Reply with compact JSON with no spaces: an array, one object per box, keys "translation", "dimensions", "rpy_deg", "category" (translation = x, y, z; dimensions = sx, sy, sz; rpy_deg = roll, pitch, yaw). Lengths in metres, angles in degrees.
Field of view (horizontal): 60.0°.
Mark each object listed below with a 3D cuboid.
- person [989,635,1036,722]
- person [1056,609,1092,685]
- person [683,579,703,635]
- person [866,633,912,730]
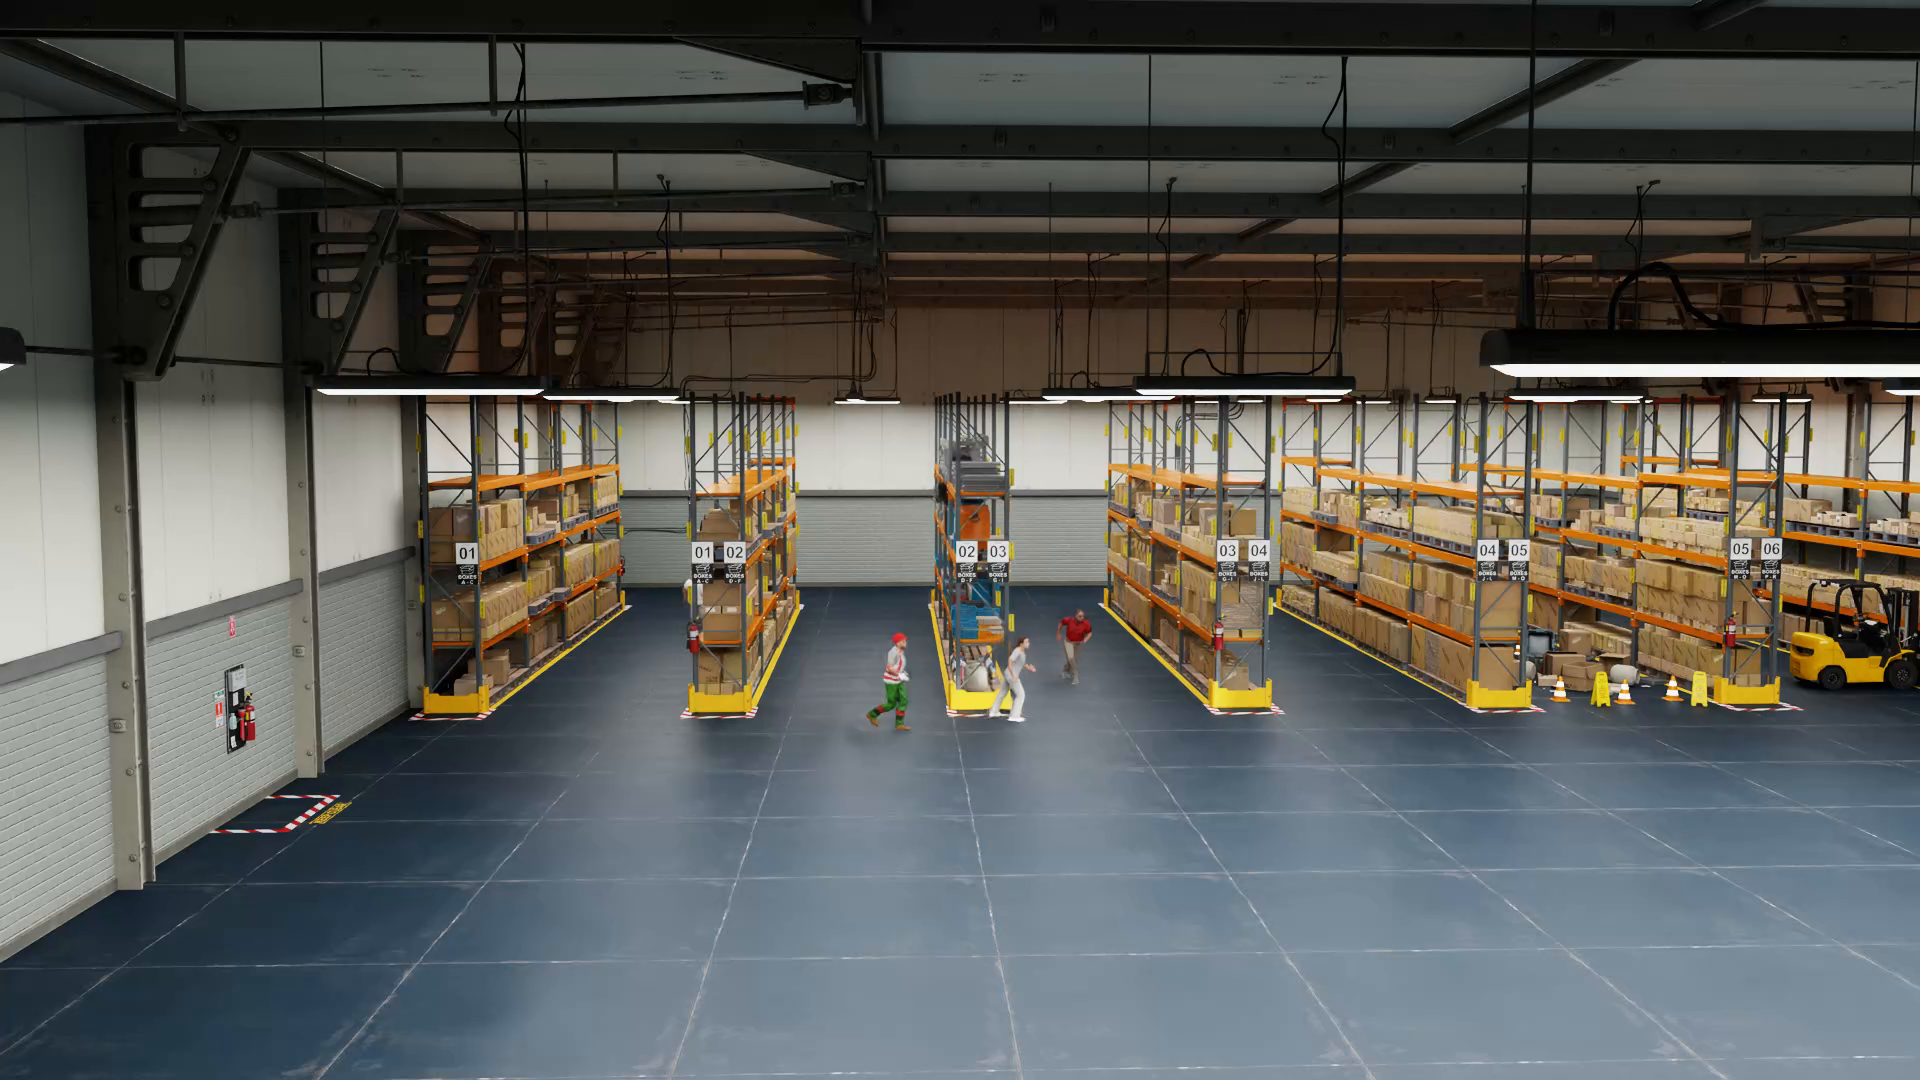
[{"translation":[0.955,2.511,30.350],"dimensions":[0.855,1.596,0.638],"rpy_deg":[0,5,-2],"category":"person"},{"translation":[2.349,2.169,34.521],"dimensions":[0.687,1.565,1.090],"rpy_deg":[-1,5,-11],"category":"person"},{"translation":[-6.461,1.574,40.847],"dimensions":[0.690,1.789,0.720],"rpy_deg":[-1,5,-8],"category":"person"},{"translation":[-1.251,2.504,29.404],"dimensions":[0.830,1.739,0.660],"rpy_deg":[1,5,17],"category":"person"}]
